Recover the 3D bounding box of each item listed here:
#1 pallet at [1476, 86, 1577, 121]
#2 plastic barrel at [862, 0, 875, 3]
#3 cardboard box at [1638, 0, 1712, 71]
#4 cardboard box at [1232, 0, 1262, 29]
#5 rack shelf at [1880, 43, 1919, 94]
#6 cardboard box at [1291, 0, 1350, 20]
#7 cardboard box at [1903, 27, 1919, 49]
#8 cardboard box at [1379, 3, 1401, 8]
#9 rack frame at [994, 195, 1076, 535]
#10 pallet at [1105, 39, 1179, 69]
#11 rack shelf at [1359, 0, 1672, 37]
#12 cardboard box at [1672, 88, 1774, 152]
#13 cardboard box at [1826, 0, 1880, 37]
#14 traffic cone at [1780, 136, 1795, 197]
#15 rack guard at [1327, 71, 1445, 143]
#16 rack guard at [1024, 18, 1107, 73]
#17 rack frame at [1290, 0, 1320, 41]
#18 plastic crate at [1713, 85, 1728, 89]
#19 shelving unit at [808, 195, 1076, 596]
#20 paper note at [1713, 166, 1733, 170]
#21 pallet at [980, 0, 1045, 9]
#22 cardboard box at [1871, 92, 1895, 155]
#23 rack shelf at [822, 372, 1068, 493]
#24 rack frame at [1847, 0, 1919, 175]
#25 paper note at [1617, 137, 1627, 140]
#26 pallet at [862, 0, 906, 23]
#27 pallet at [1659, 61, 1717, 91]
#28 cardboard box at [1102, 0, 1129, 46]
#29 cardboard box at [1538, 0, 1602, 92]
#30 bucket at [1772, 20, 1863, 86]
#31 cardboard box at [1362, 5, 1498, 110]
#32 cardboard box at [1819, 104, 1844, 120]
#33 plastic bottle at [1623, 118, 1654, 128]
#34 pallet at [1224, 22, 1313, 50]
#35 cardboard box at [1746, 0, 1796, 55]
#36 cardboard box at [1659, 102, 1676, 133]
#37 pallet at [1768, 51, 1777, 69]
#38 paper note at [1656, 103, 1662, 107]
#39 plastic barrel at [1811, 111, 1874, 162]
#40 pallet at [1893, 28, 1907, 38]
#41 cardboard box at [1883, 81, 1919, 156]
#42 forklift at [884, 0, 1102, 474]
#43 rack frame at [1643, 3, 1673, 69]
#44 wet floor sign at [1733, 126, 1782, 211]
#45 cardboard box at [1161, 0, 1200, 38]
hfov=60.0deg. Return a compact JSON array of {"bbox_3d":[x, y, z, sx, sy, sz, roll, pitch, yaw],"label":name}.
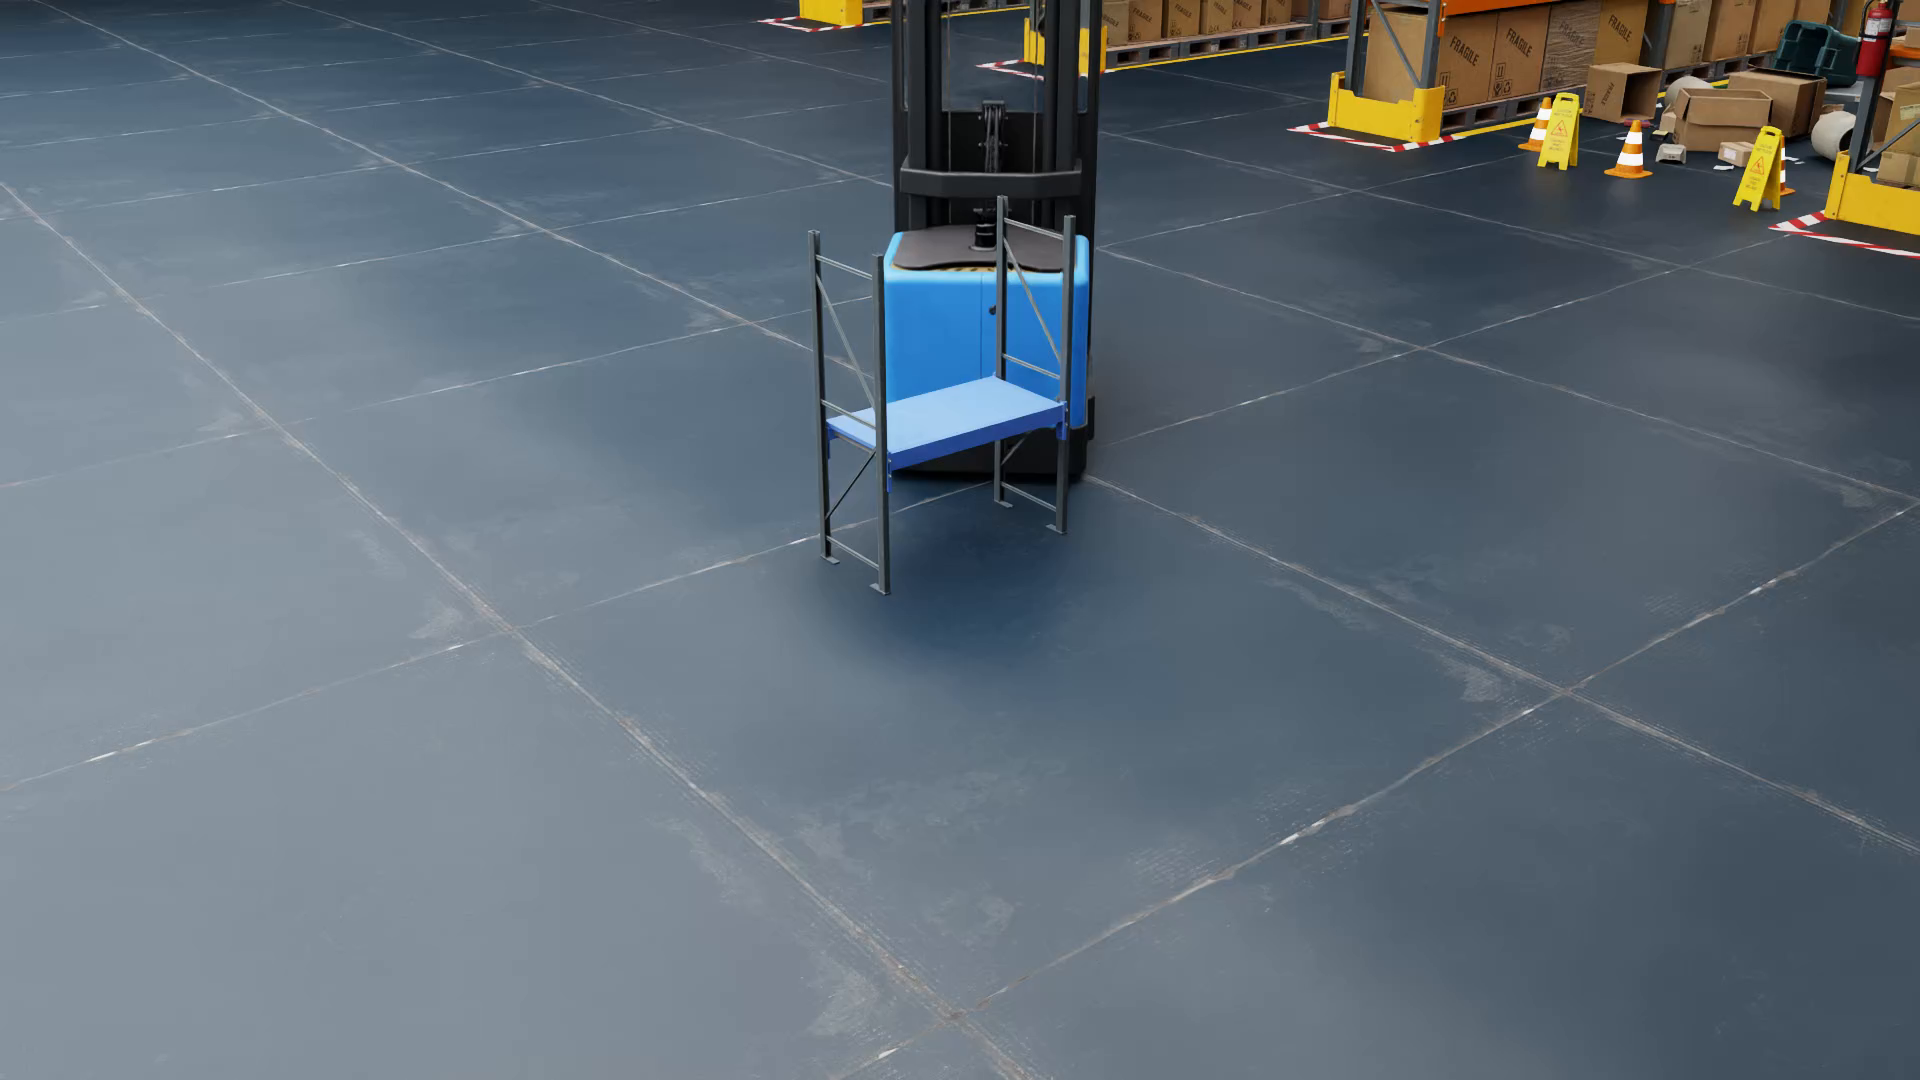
[{"bbox_3d":[5.717,-4.673,17.533,1.213,0.211,1.003,-18,31,-34],"label":"pallet"},{"bbox_3d":[-1.390,-7.958,23.755,0.421,0.512,0.421,0,25,0],"label":"plastic barrel"},{"bbox_3d":[7.757,-5.789,18.800,0.750,0.750,1.050,-18,31,-34],"label":"cardboard box"},{"bbox_3d":[3.558,-6.912,21.516,0.500,0.500,0.500,-9,26,-18],"label":"cardboard box"},{"bbox_3d":[8.884,-3.969,13.558,4.000,0.370,1.077,-18,31,-34],"label":"rack shelf"},{"bbox_3d":[4.839,-7.316,22.362,0.500,0.500,0.700,-21,32,-38],"label":"cardboard box"},{"bbox_3d":[7.473,-3.830,12.702,0.250,0.149,0.380,-17,30,-32],"label":"cardboard box"},{"bbox_3d":[5.666,-7.579,22.929,0.500,0.500,0.700,-21,32,-38],"label":"cardboard box"},{"bbox_3d":[0.333,-0.790,7.636,0.032,1.500,0.500,-18,31,-34],"label":"rack frame"},{"bbox_3d":[1.916,-6.013,20.420,1.213,0.211,1.003,-18,31,-34],"label":"pallet"},{"bbox_3d":[5.750,-5.582,17.035,4.000,0.370,1.077,-18,31,-34],"label":"rack shelf"},{"bbox_3d":[7.130,-3.938,15.603,0.797,0.503,0.637,5,25,11],"label":"cardboard box"},{"bbox_3d":[11.186,-6.623,20.893,0.500,0.500,0.500,-20,31,-36],"label":"cardboard box"},{"bbox_3d":[6.853,-3.164,13.983,0.334,0.463,0.336,-18,31,-34],"label":"traffic cone"},{"bbox_3d":[4.158,-4.249,16.277,0.348,0.500,1.175,-18,31,-34],"label":"rack guard"},{"bbox_3d":[1.255,-5.945,19.930,0.348,0.500,1.175,-18,31,-34],"label":"rack guard"},{"bbox_3d":[4.343,-8.098,21.600,0.127,3.000,1.000,-18,31,-34],"label":"rack frame"},{"bbox_3d":[7.996,-4.700,17.550,0.662,0.188,0.450,-3,15,-7],"label":"plastic crate"},{"bbox_3d":[-0.067,-0.658,7.351,1.048,1.500,0.538,-18,31,-34],"label":"shelving unit"},{"bbox_3d":[6.826,-3.334,14.862,0.148,0.019,0.142,15,29,29],"label":"paper note"},{"bbox_3d":[0.733,-8.313,25.376,1.213,0.211,1.003,-18,31,-34],"label":"pallet"},{"bbox_3d":[8.775,-3.854,15.423,0.500,0.500,0.500,1,25,2],"label":"cardboard box"},{"bbox_3d":[-0.067,-0.495,7.427,1.000,0.185,0.538,-18,31,-34],"label":"rack shelf"},{"bbox_3d":[7.310,-3.776,12.287,0.127,3.000,1.000,-18,31,-34],"label":"rack frame"},{"bbox_3d":[6.425,-3.876,16.032,0.142,0.017,0.144,-8,26,-16],"label":"paper note"},{"bbox_3d":[-1.188,-7.679,24.010,1.213,0.211,1.003,-18,31,-34],"label":"pallet"},{"bbox_3d":[7.885,-5.389,19.076,1.213,0.211,1.003,-18,31,-34],"label":"pallet"},{"bbox_3d":[1.697,-6.272,20.136,0.500,0.500,0.500,-12,28,-25],"label":"cardboard box"},{"bbox_3d":[6.079,-5.279,17.552,0.875,0.875,0.875,-18,30,-34],"label":"cardboard box"},{"bbox_3d":[8.640,-4.834,16.650,0.620,0.611,0.726,2,23,-21],"label":"bucket"},{"bbox_3d":[4.669,-4.814,16.550,0.875,0.875,0.875,-18,30,-34],"label":"cardboard box"},{"bbox_3d":[8.493,-4.074,16.178,0.258,0.266,0.396,5,25,11],"label":"cardboard box"},{"bbox_3d":[6.785,-4.156,16.598,0.283,0.061,0.133,15,29,29],"label":"plastic bottle"},{"bbox_3d":[3.836,-6.647,21.786,1.213,0.211,1.003,-18,31,-34],"label":"pallet"},{"bbox_3d":[9.251,-6.281,19.859,0.750,0.750,1.050,-18,30,-33],"label":"cardboard box"},{"bbox_3d":[7.108,-4.132,16.302,0.258,0.266,0.396,-13,28,-25],"label":"cardboard box"},{"bbox_3d":[9.805,-6.023,20.441,1.213,0.211,1.003,-18,31,-34],"label":"pallet"},{"bbox_3d":[7.354,-4.607,17.605,0.147,0.020,0.142,5,25,11],"label":"paper note"},{"bbox_3d":[8.002,-3.645,15.066,0.421,0.421,0.512,1,25,2],"label":"plastic barrel"},{"bbox_3d":[12.047,-6.720,21.944,1.213,0.211,1.003,-18,31,-34],"label":"pallet"},{"bbox_3d":[7.780,-3.354,13.254,0.500,0.500,0.500,-18,30,-34],"label":"cardboard box"},{"bbox_3d":[0.204,-2.236,9.052,1.130,2.935,3.031,2,25,4],"label":"forklift"},{"bbox_3d":[7.324,-6.428,18.003,0.127,3.000,1.000,-18,31,-34],"label":"rack frame"},{"bbox_3d":[6.501,-3.013,13.440,0.232,0.644,0.267,-8,26,-16],"label":"wet floor sign"},{"bbox_3d":[2.651,-6.595,20.832,0.500,0.500,0.500,-15,29,-29],"label":"cardboard box"}]
